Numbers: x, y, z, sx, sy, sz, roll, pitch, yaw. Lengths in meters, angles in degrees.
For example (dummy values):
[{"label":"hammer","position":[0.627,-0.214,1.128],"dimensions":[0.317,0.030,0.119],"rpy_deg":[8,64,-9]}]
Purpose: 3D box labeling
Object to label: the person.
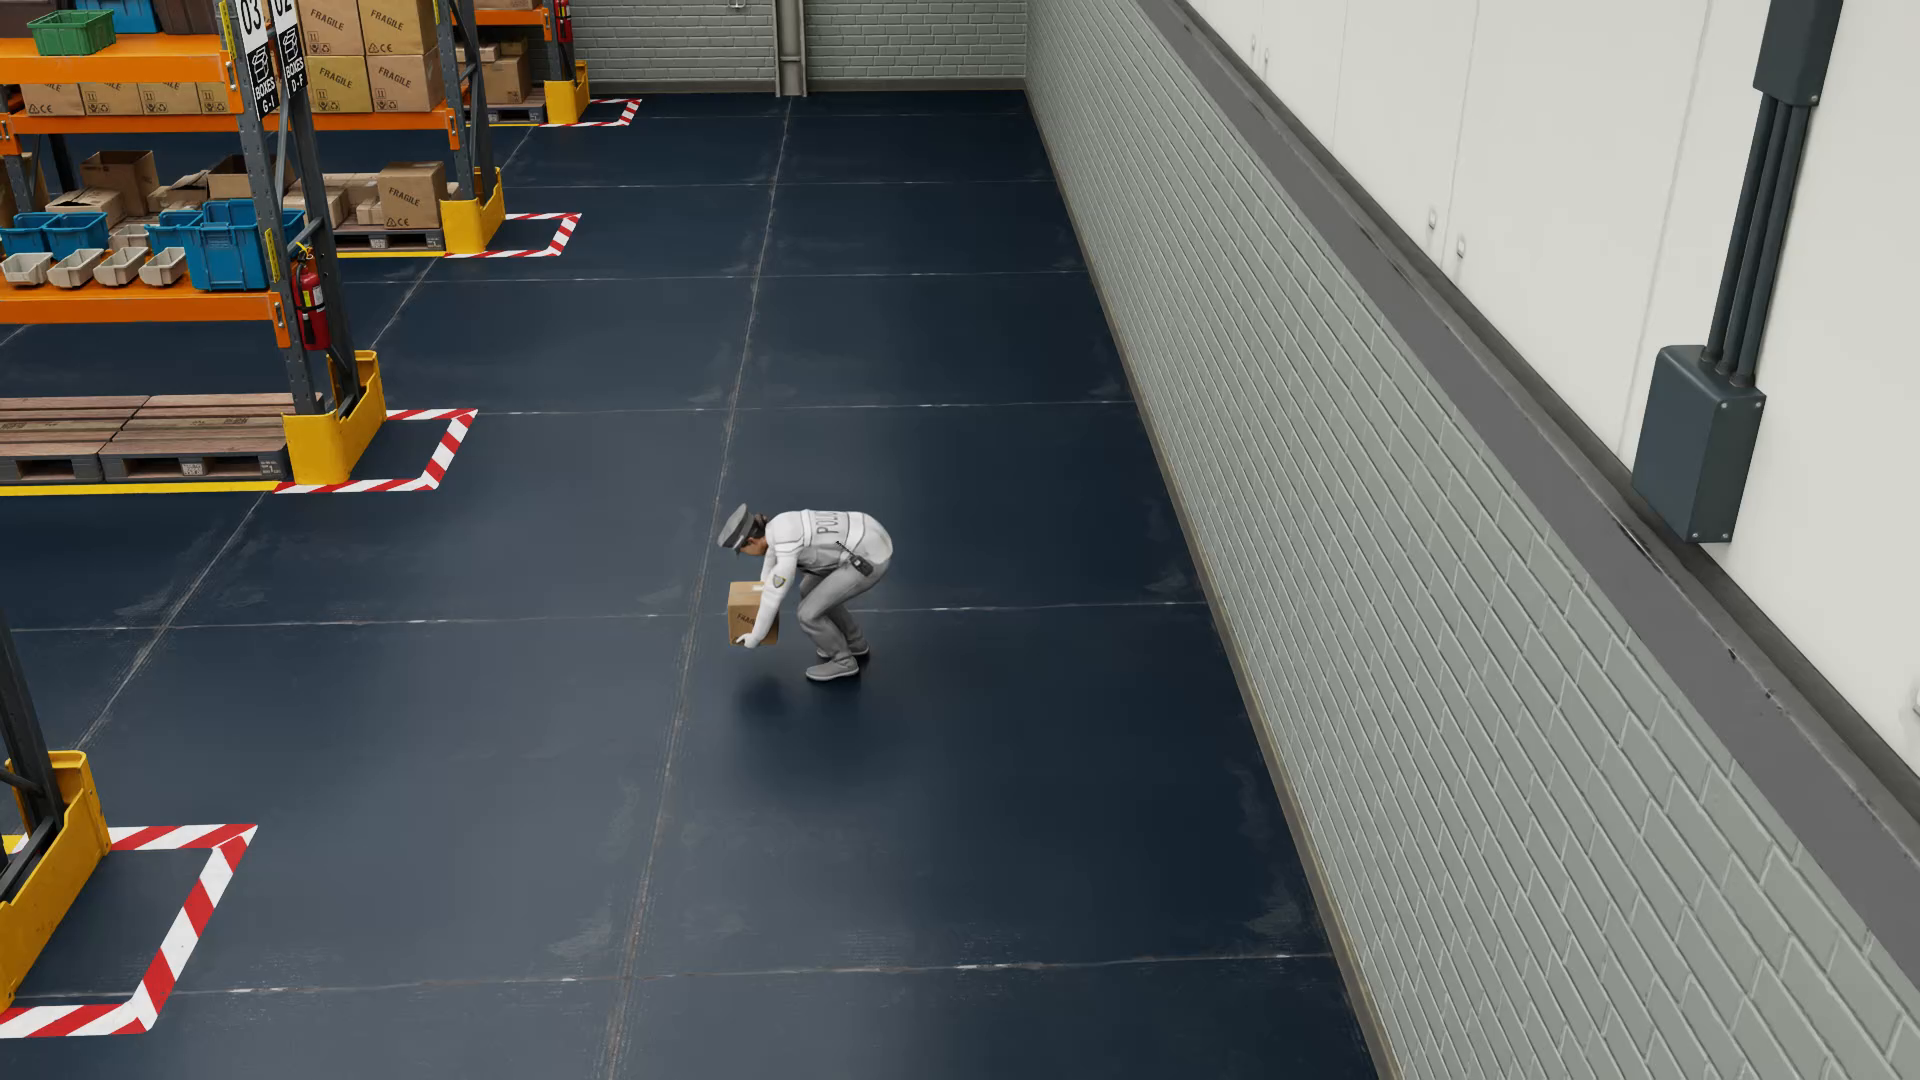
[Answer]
[{"label":"person","position":[-0.814,0.250,8.862],"dimensions":[0.917,1.000,0.452],"rpy_deg":[-3,28,-5]}]
